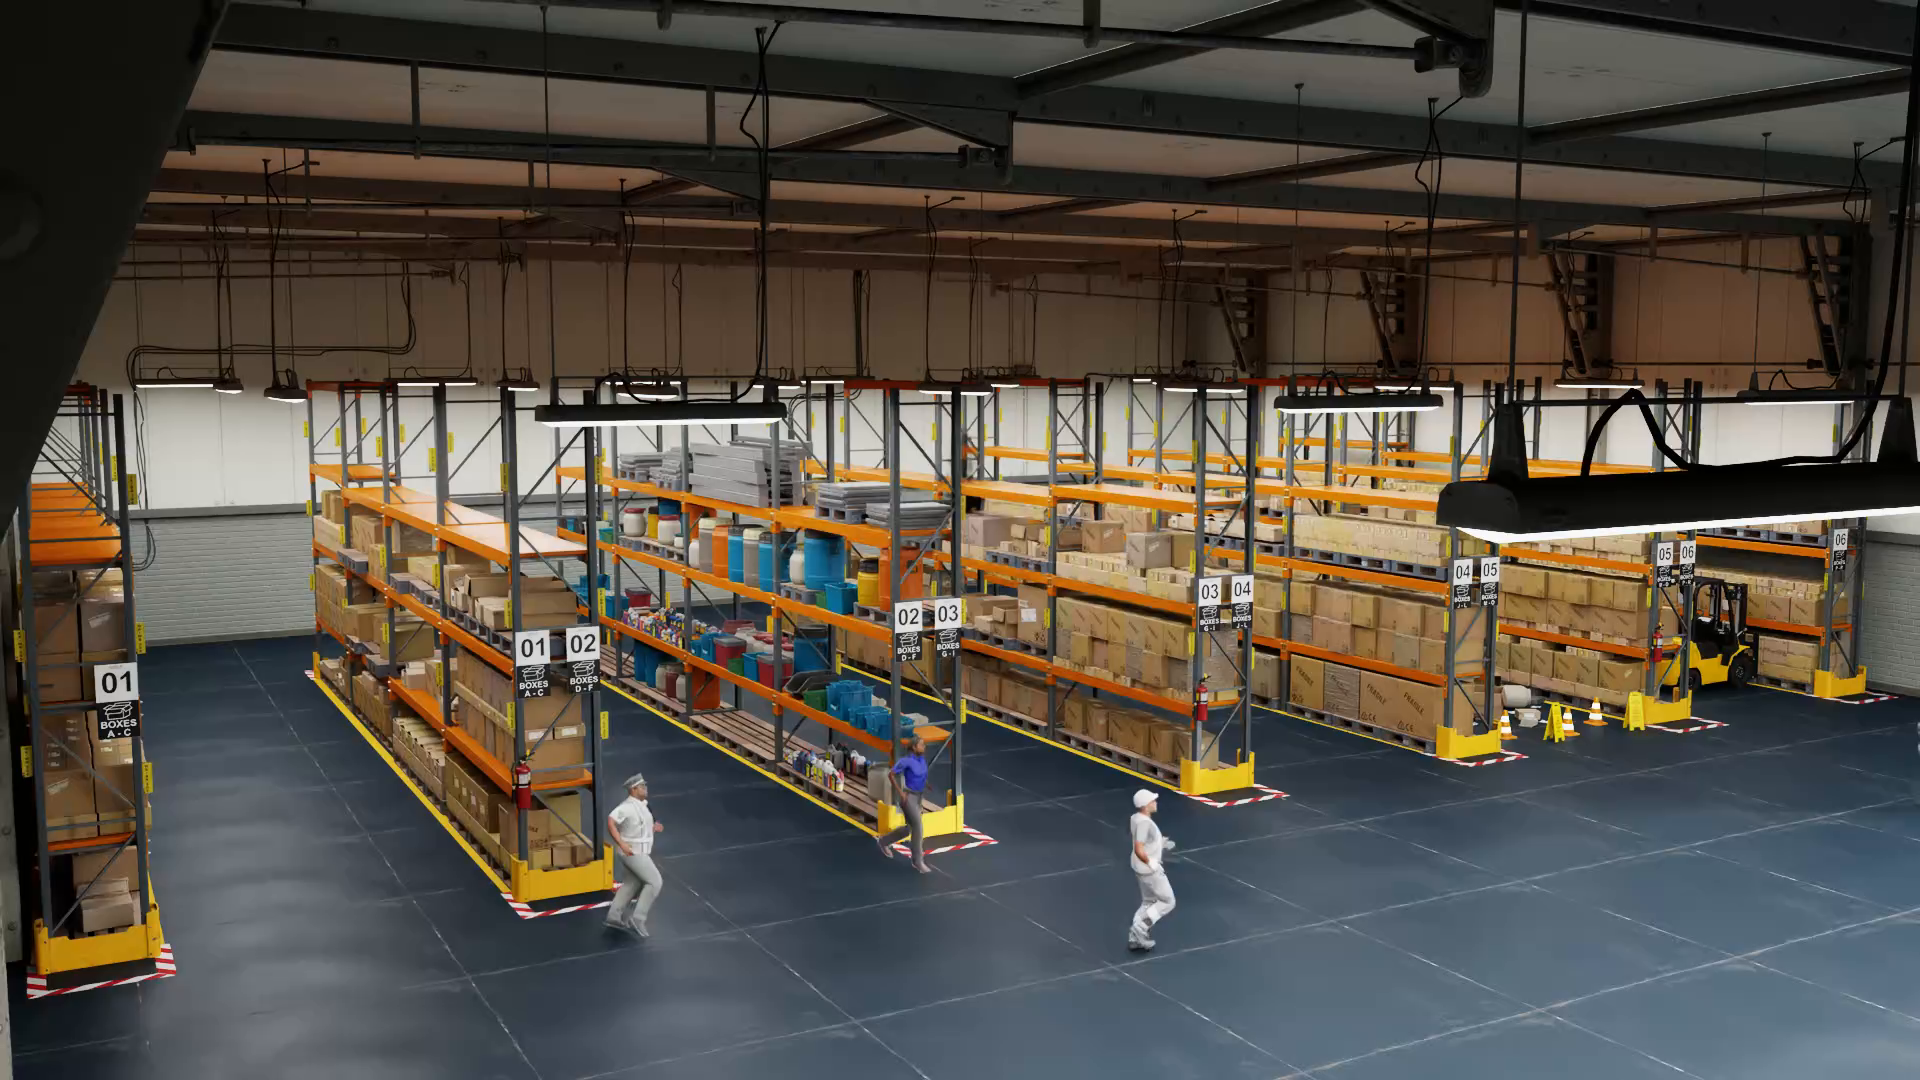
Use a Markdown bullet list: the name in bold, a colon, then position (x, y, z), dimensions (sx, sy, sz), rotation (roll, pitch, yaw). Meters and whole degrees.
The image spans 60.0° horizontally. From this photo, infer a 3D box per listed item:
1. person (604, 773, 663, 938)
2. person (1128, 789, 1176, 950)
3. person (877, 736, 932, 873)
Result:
- **person**: position (-3.641, 3.500, 18.576), dimensions (0.664, 1.813, 0.658), rotation (-1, 6, -6)
- **person**: position (2.089, 3.545, 17.930), dimensions (0.584, 1.742, 0.643), rotation (-1, 6, -9)
- **person**: position (-0.625, 3.306, 21.014), dimensions (0.841, 1.661, 0.616), rotation (3, 7, 28)
